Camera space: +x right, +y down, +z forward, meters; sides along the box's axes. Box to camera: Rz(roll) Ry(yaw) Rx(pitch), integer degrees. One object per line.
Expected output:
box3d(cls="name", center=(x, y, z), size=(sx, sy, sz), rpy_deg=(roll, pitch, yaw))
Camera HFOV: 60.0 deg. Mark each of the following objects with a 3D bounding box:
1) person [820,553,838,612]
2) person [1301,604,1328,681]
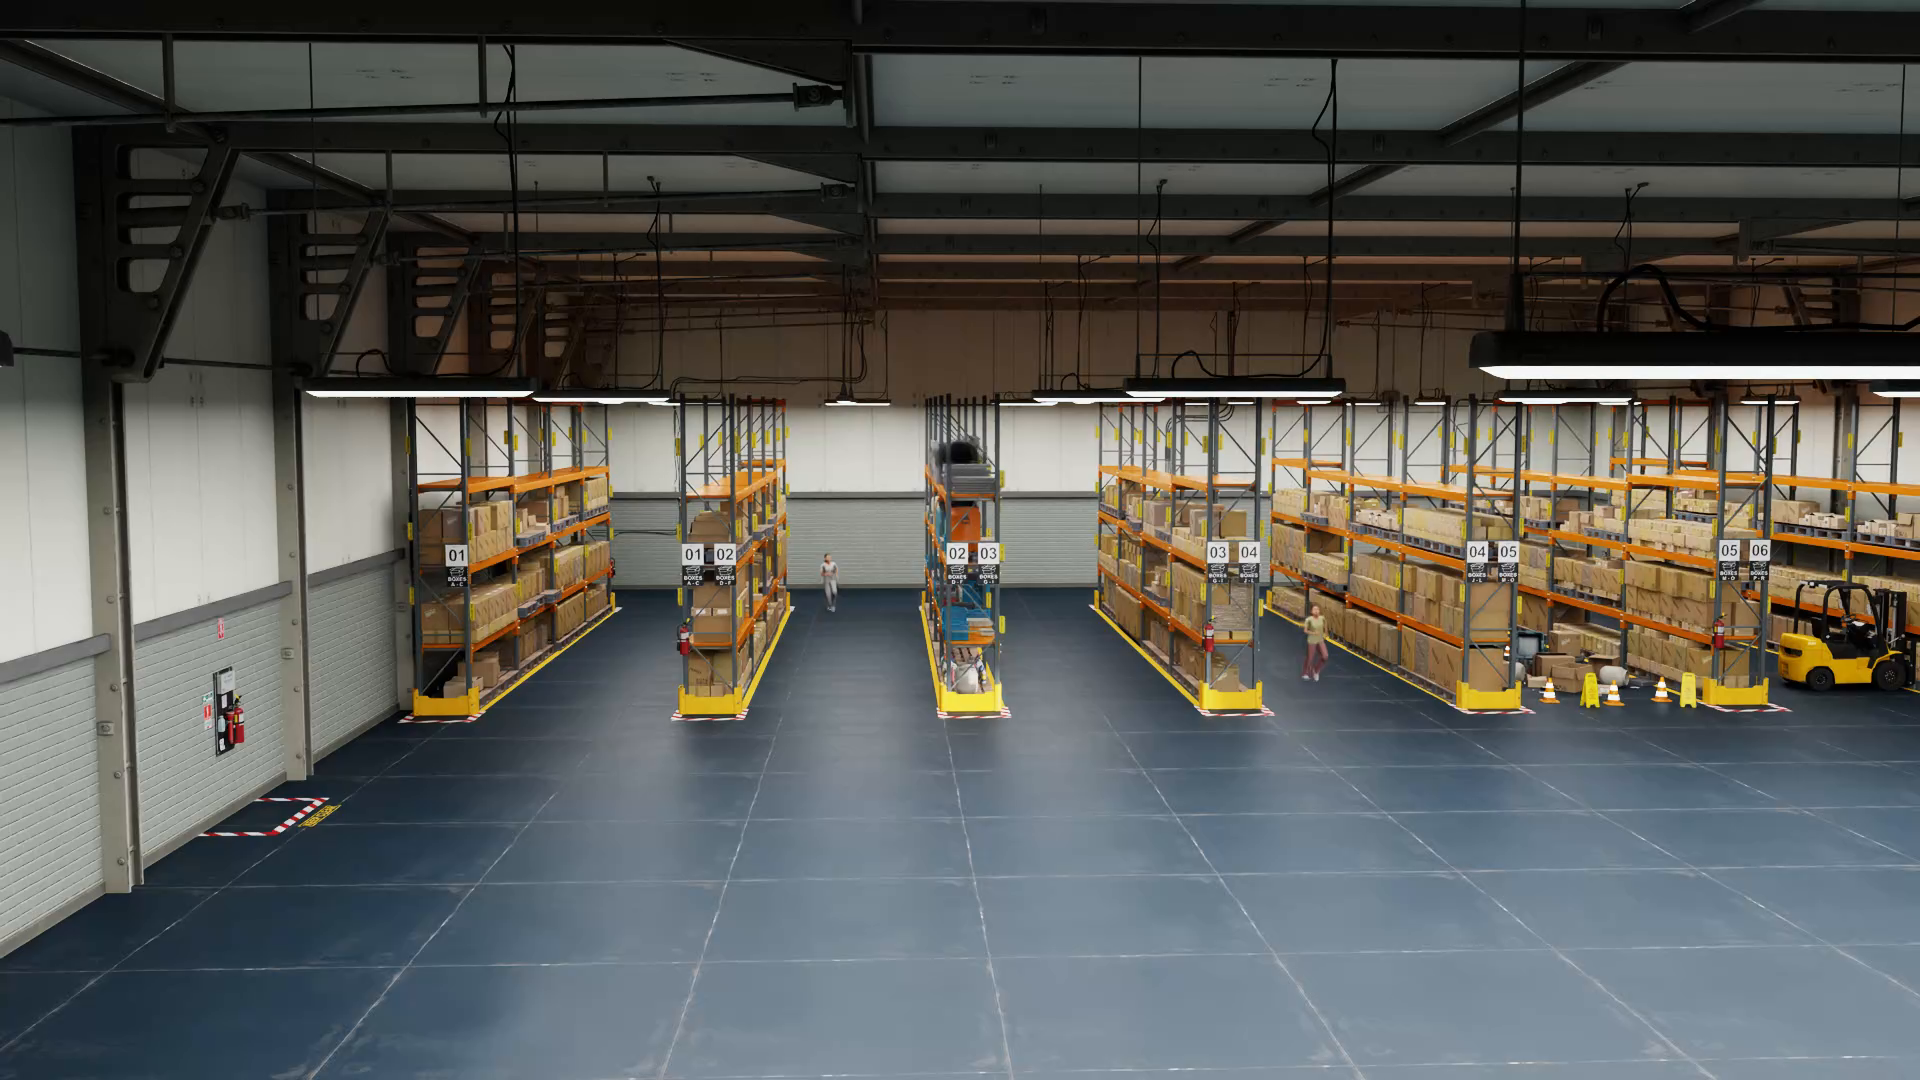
box3d(cls="person", center=(-3.683, 1.203, 46.890), size=(0.518, 1.671, 0.679), rpy_deg=(-1, 5, -10))
box3d(cls="person", center=(7.432, 2.140, 34.722), size=(0.607, 1.620, 0.795), rpy_deg=(-1, 5, -12))
